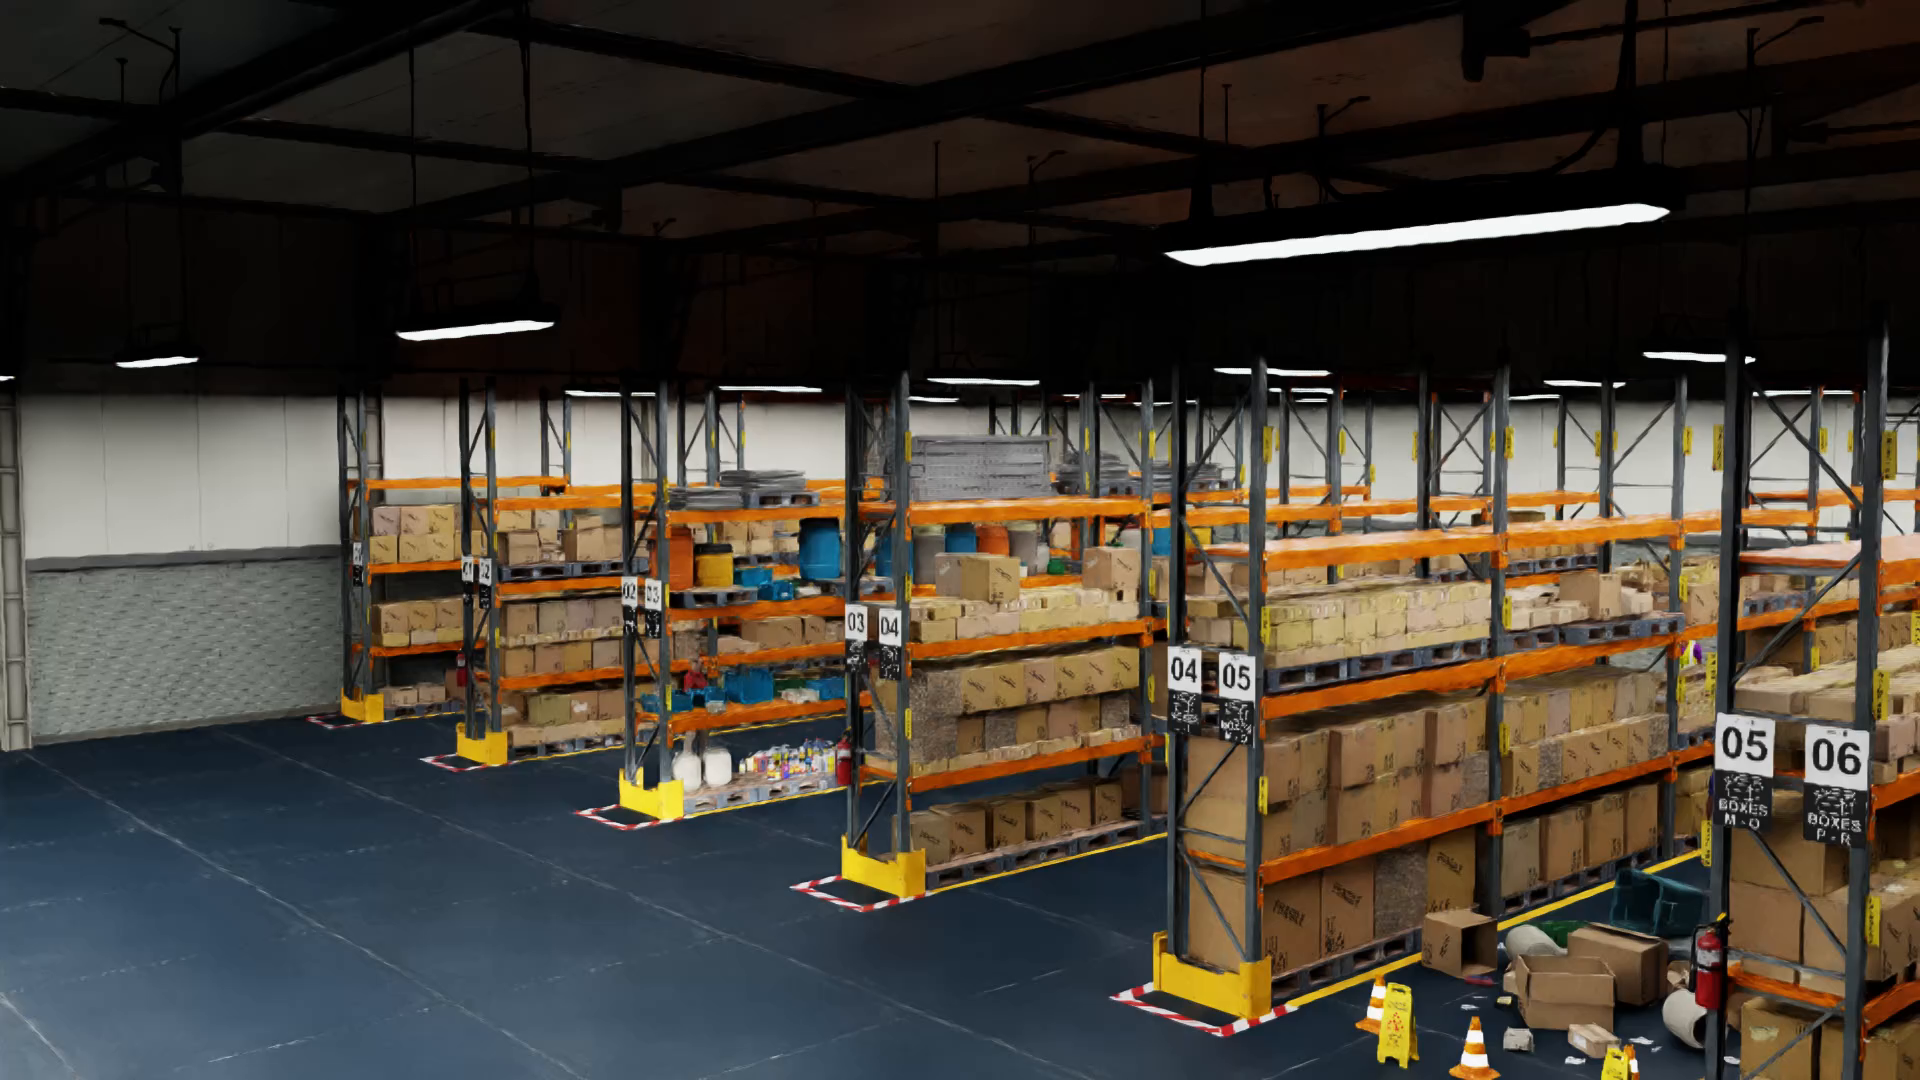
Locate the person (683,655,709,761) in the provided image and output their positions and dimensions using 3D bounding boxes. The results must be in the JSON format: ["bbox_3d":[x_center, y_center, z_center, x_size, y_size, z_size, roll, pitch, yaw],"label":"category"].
[{"bbox_3d":[-3.983,2.620,25.384,0.450,1.731,0.589,1,4,18],"label":"person"}]

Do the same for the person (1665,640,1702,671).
[{"bbox_3d":[12.869,2.360,29.600,0.571,1.708,1.032,3,5,40],"label":"person"}]

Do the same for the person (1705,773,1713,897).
[{"bbox_3d":[8.523,3.117,18.475,0.574,1.642,0.551,-1,4,-9],"label":"person"}]

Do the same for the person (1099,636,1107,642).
[{"bbox_3d":[2.448,2.285,30.680,1.111,1.706,0.566,-3,5,-39],"label":"person"}]
